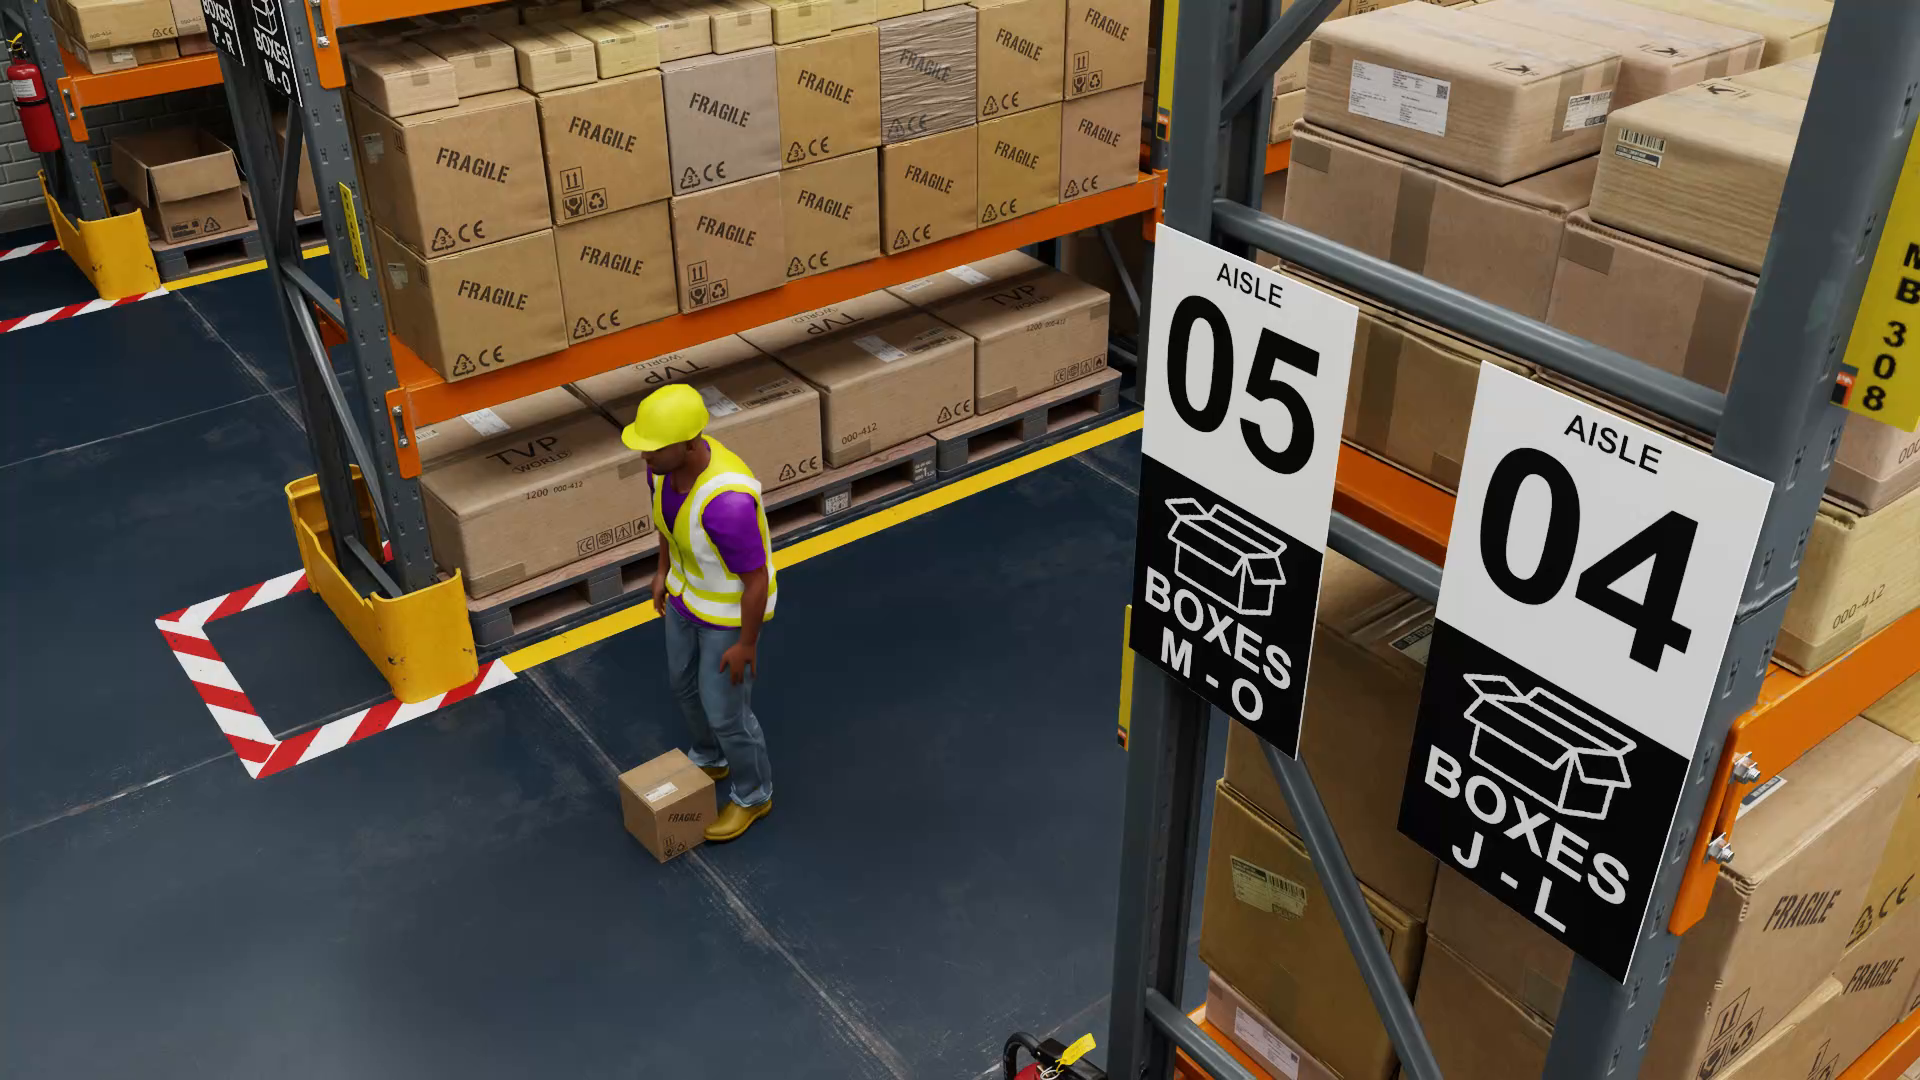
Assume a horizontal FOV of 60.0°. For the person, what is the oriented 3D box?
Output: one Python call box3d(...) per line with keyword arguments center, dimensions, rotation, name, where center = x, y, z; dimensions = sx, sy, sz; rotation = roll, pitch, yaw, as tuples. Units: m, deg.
box3d(center=(-0.882, 0.236, 5.742), dimensions=(0.461, 1.760, 0.626), rotation=(-22, 38, -31), name="person")
